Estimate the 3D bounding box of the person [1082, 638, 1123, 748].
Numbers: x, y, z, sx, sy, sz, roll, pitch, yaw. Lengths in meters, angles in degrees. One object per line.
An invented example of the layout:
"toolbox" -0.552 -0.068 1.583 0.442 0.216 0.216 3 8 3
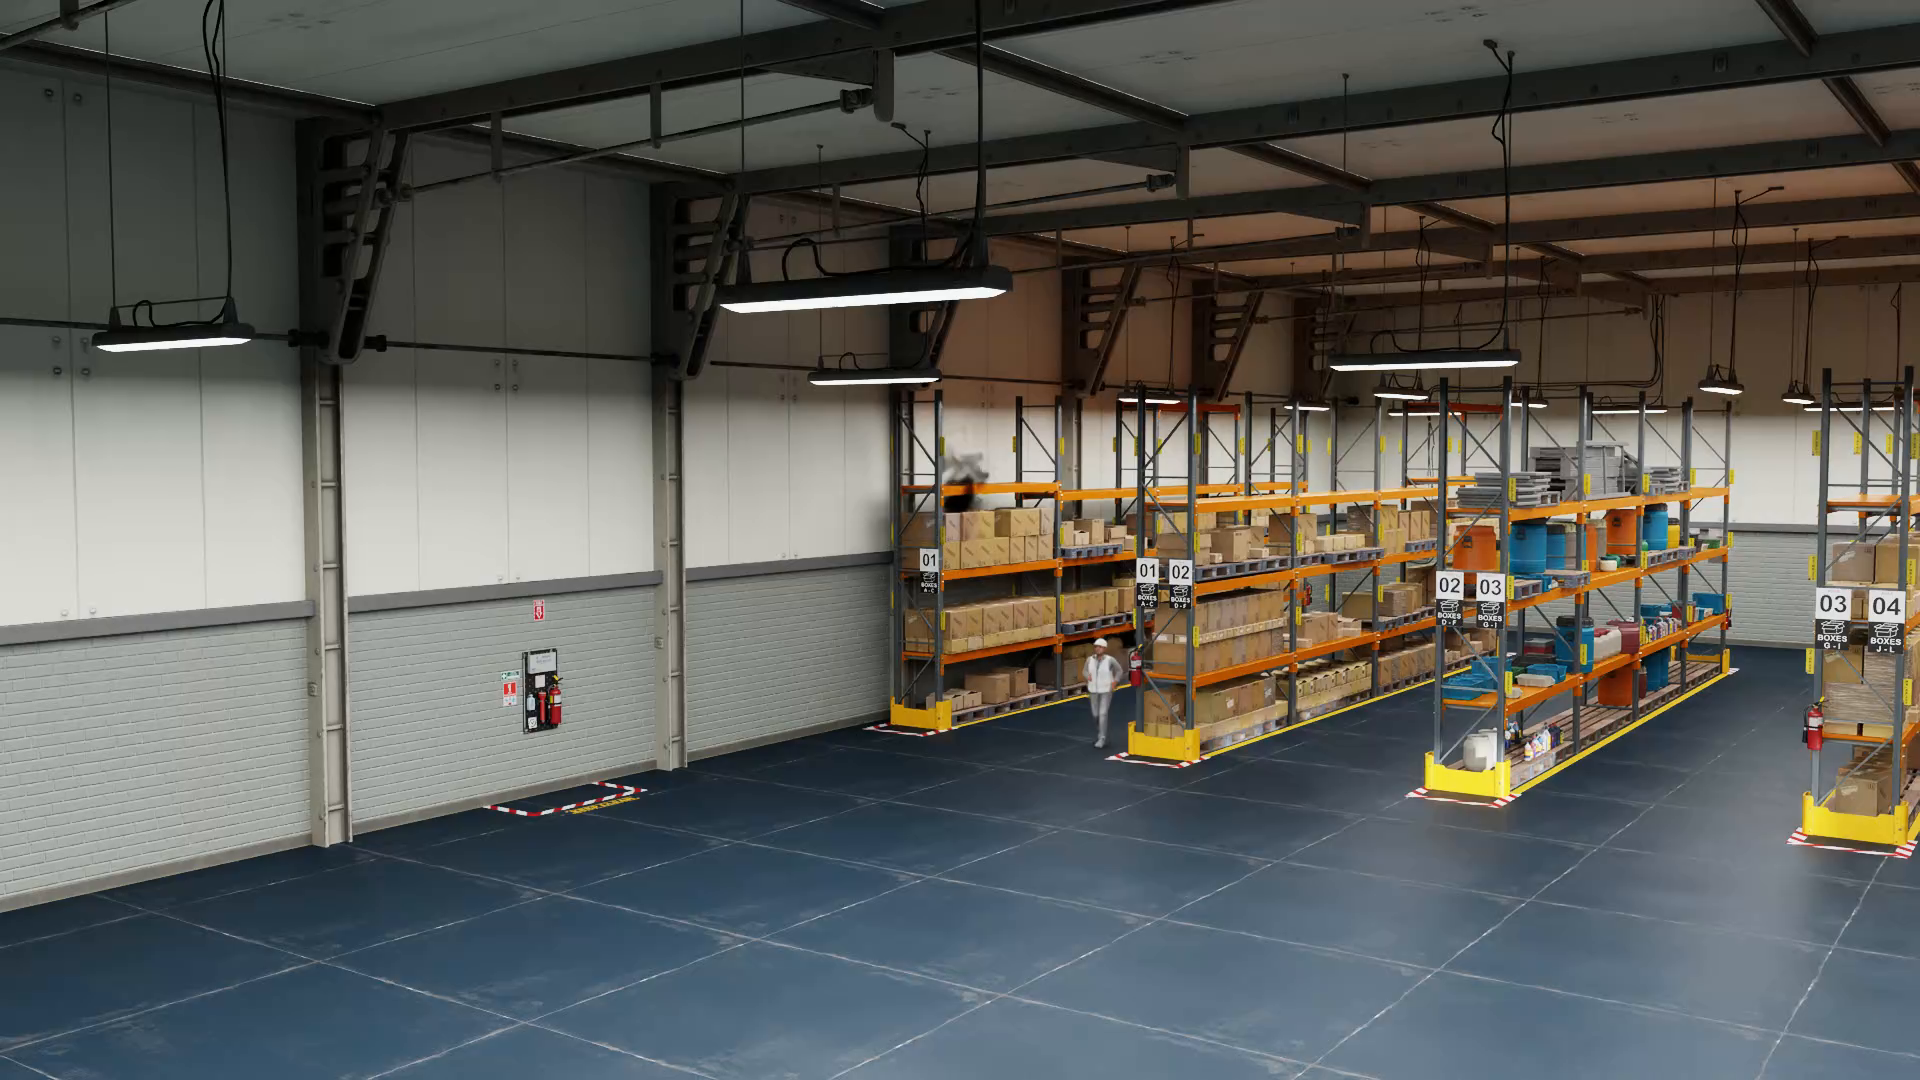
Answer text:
"person" 2.353 2.530 27.852 0.692 1.772 0.945 1 4 25
